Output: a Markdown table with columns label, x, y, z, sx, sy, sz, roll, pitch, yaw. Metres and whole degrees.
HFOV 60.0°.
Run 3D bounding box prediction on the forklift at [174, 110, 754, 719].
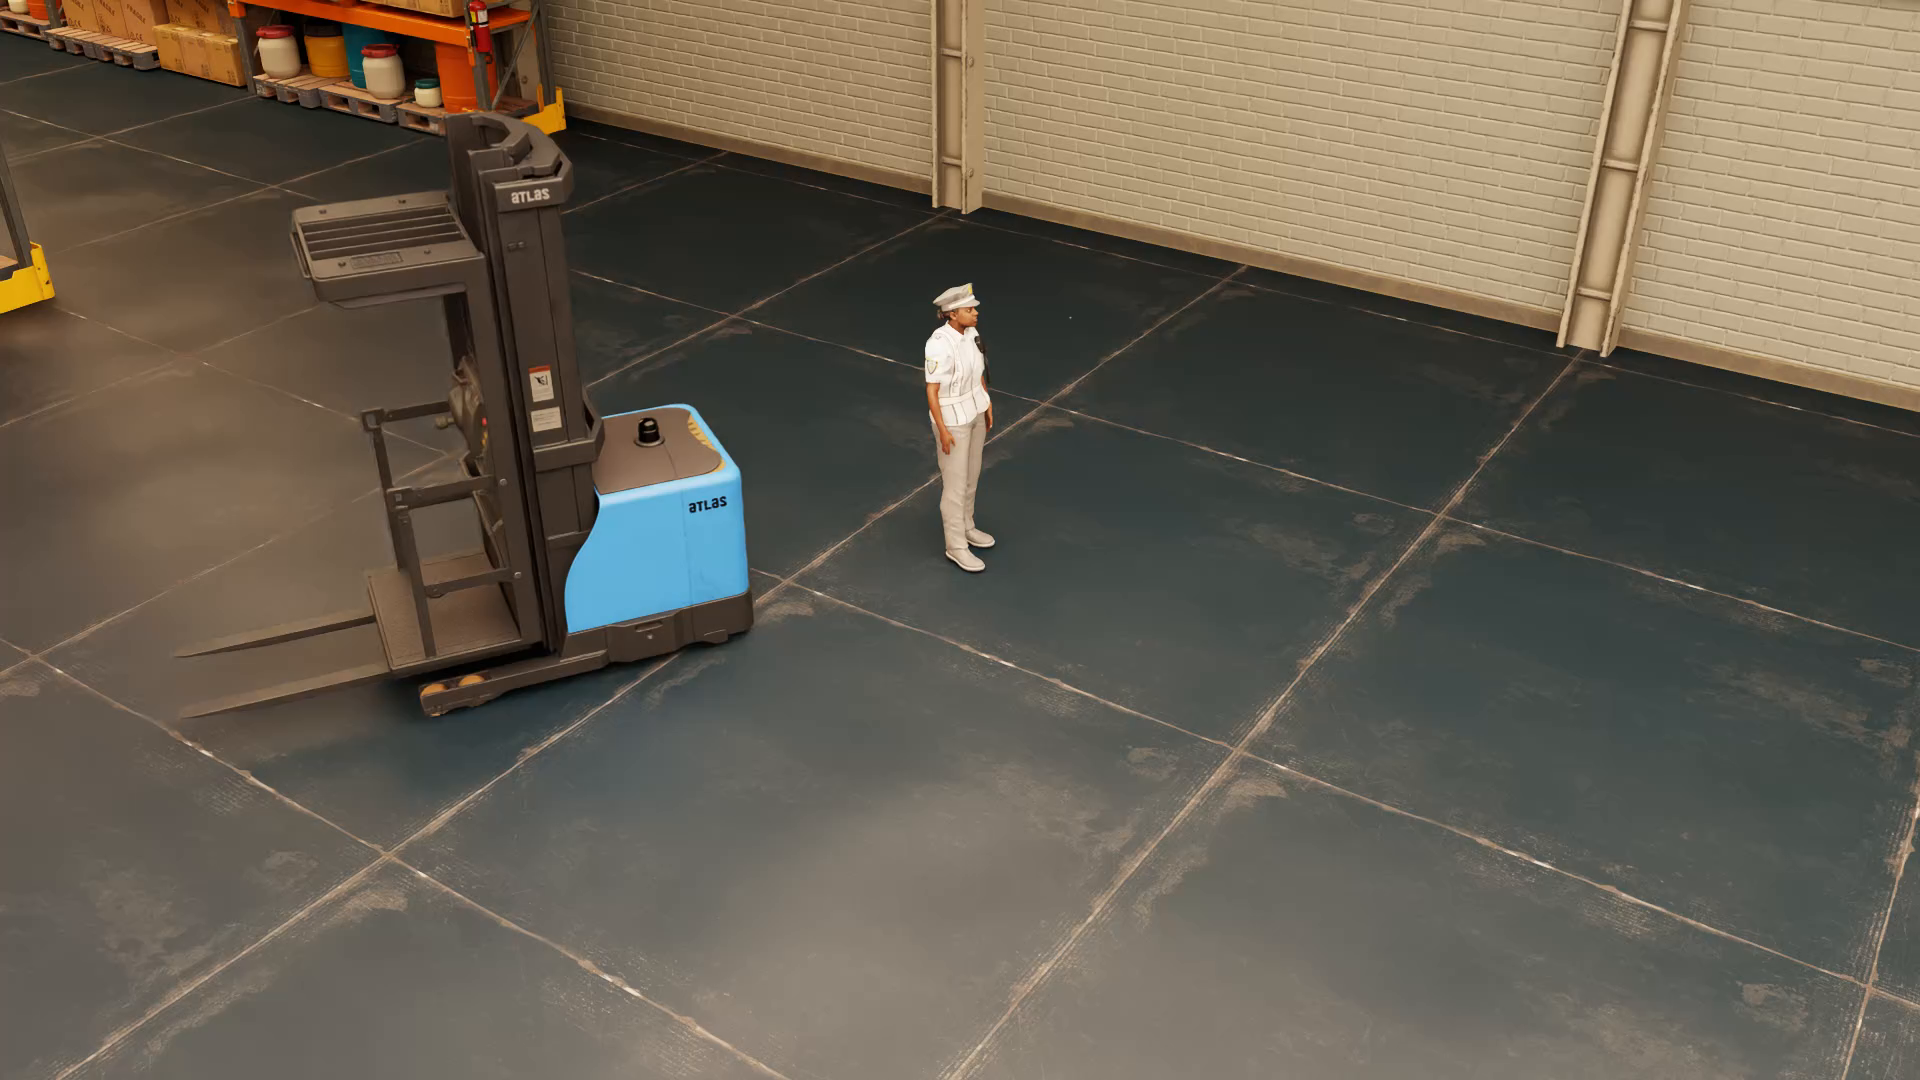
| label | x | y | z | sx | sy | sz | roll | pitch | yaw |
| --- | --- | --- | --- | --- | --- | --- | --- | --- | --- |
| forklift | -2.744 | -0.632 | 8.670 | 3.031 | 2.935 | 1.130 | -13 | 33 | -21 |

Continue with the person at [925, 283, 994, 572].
| label | x | y | z | sx | sy | sz | roll | pitch | yaw |
| --- | --- | --- | --- | --- | --- | --- | --- | --- | --- |
| person | 0.052 | -0.709 | 10.021 | 0.528 | 1.694 | 0.570 | 19 | 35 | 29 |
